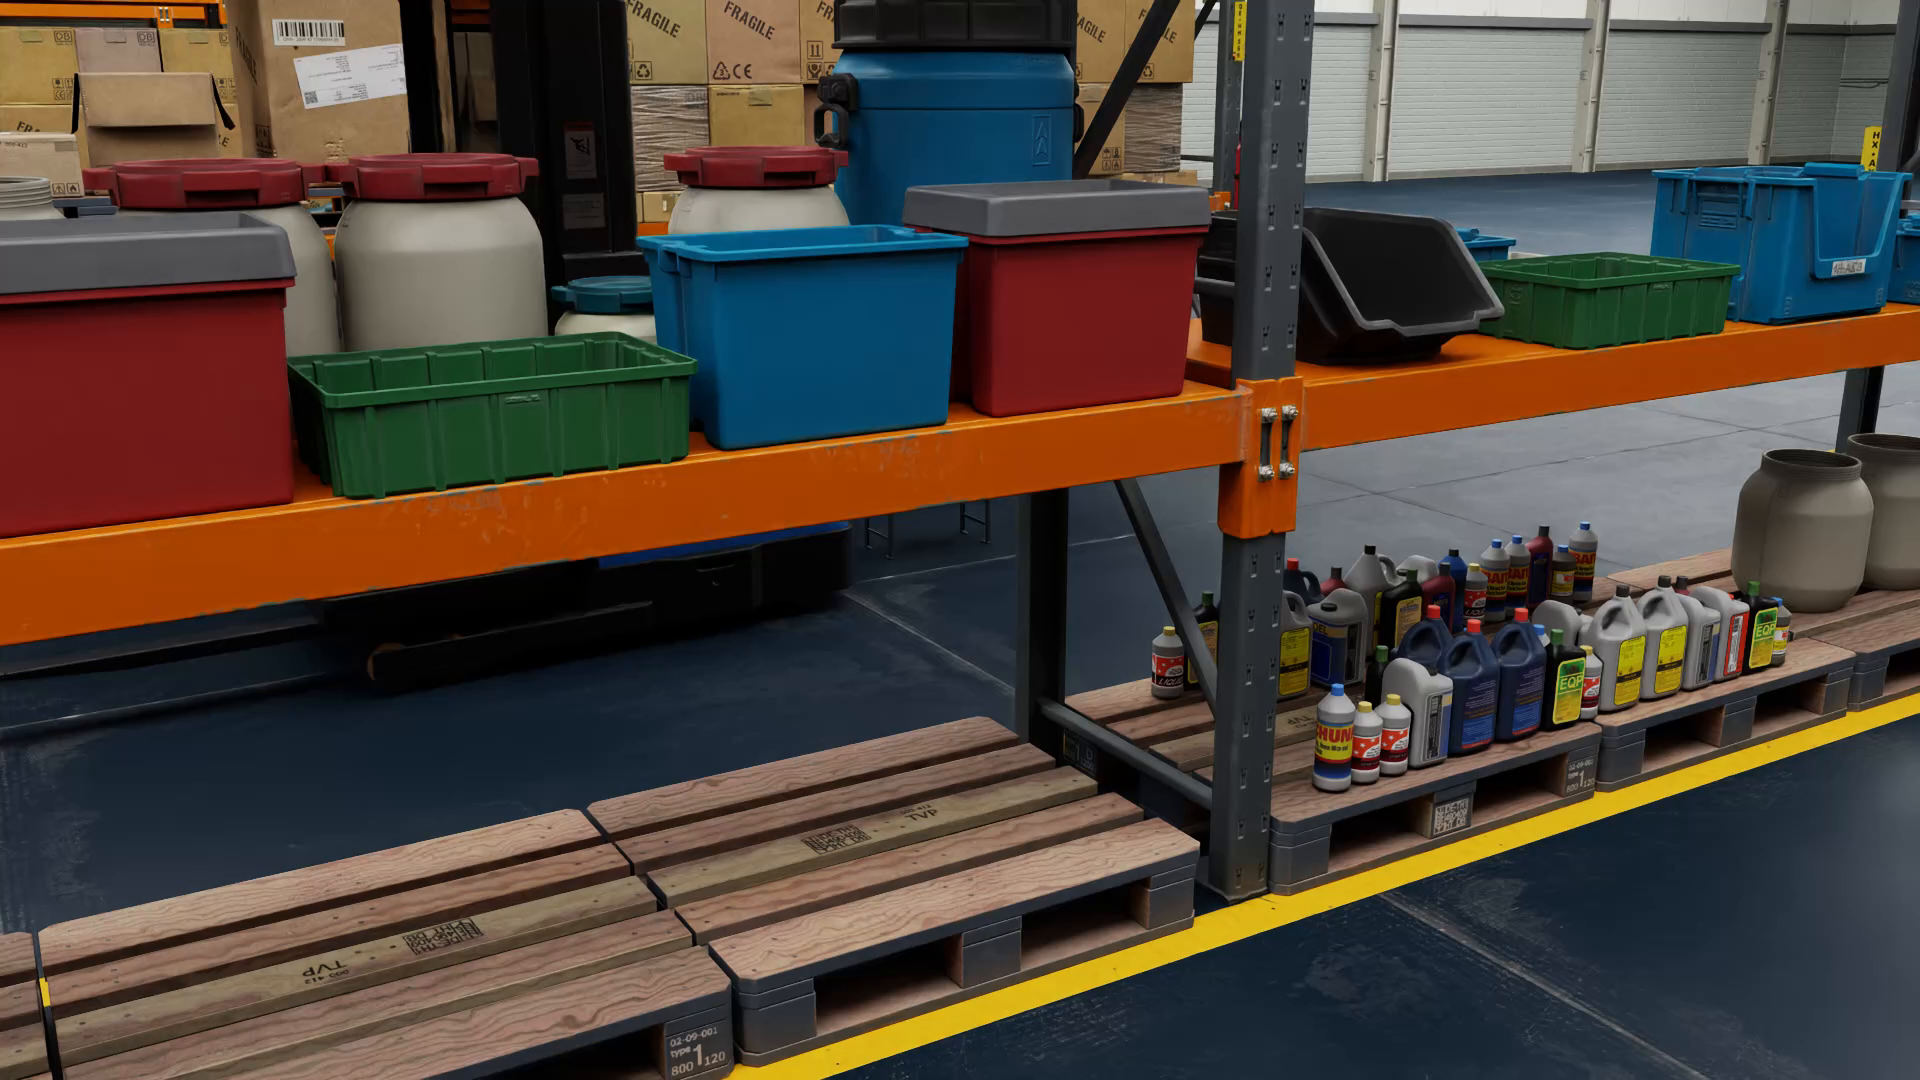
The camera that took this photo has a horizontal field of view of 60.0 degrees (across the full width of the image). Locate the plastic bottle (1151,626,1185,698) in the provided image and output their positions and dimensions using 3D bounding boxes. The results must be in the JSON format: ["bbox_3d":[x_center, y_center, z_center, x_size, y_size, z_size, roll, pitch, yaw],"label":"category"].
[{"bbox_3d":[0.619,0.358,4.946,0.097,0.201,0.097,0,16,0],"label":"plastic bottle"}]

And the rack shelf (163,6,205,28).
[{"bbox_3d":[-8.031,-6.618,21.237,4.000,0.370,1.077,-9,18,-30],"label":"rack shelf"}]

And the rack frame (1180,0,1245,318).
[{"bbox_3d":[1.347,-2.357,10.262,0.127,3.000,1.000,-9,18,-30],"label":"rack frame"}]

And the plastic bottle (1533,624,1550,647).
[{"bbox_3d":[1.643,0.375,4.755,0.097,0.271,0.097,0,16,0],"label":"plastic bottle"}]

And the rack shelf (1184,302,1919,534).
[{"bbox_3d":[2.183,-0.587,5.280,4.000,0.370,1.077,-9,18,-30],"label":"rack shelf"}]

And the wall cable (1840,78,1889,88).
[{"bbox_3d":[21.544,-11.577,37.791,0.112,2.526,3.097,-9,18,-30],"label":"wall cable"}]

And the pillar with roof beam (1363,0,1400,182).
[{"bbox_3d":[10.269,-10.305,27.498,0.400,9.000,9.100,-9,18,-30],"label":"pillar with roof beam"}]

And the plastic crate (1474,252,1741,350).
[{"bbox_3d":[1.778,-0.677,4.659,0.662,0.188,0.450,-9,18,-30],"label":"plastic crate"}]

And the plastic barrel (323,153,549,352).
[{"bbox_3d":[-1.093,-0.537,3.515,0.433,0.535,0.433,0,16,0],"label":"plastic barrel"}]

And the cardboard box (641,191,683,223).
[{"bbox_3d":[-1.522,-1.672,8.284,0.250,0.149,0.380,-9,18,-30],"label":"cardboard box"}]

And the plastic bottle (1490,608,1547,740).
[{"bbox_3d":[1.536,0.366,4.640,0.185,0.351,0.144,-10,19,-32],"label":"plastic bottle"}]

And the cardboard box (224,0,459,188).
[{"bbox_3d":[-2.835,-2.214,7.863,1.000,1.000,1.000,-9,18,-29],"label":"cardboard box"}]

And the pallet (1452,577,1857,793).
[{"bbox_3d":[2.113,0.433,5.475,1.213,0.211,1.003,-9,18,-30],"label":"pallet"}]

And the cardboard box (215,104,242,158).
[{"bbox_3d":[-5.293,-2.807,11.679,0.500,0.500,0.500,-9,18,-30],"label":"cardboard box"}]

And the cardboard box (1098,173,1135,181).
[{"bbox_3d":[0.806,-2.068,9.695,0.250,0.149,0.380,-9,18,-30],"label":"cardboard box"}]

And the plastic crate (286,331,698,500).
[{"bbox_3d":[-0.879,-0.246,3.123,0.662,0.188,0.450,-9,18,-30],"label":"plastic crate"}]

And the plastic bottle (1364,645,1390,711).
[{"bbox_3d":[1.175,0.422,4.565,0.133,0.283,0.061,-9,18,-30],"label":"plastic bottle"}]

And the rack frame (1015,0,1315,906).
[{"bbox_3d":[0.469,-0.655,4.191,0.127,3.000,1.000,-9,18,-30],"label":"rack frame"}]

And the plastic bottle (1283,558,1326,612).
[{"bbox_3d":[1.037,0.225,5.141,0.185,0.351,0.144,-10,19,-32],"label":"plastic bottle"}]

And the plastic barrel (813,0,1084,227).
[{"bbox_3d":[-0.018,-0.913,4.181,0.708,0.901,0.600,-9,18,-30],"label":"plastic barrel"}]

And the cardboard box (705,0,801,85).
[{"bbox_3d":[-1.138,-2.548,8.353,0.500,0.500,0.500,-9,18,-30],"label":"cardboard box"}]

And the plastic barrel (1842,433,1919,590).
[{"bbox_3d":[3.373,-0.107,6.064,0.421,0.512,0.421,0,16,0],"label":"plastic barrel"}]

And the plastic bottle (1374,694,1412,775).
[{"bbox_3d":[1.142,0.509,4.406,0.097,0.201,0.097,0,16,0],"label":"plastic bottle"}]

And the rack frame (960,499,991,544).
[{"bbox_3d":[0.067,-0.589,7.287,0.015,1.200,0.240,-9,18,-30],"label":"rack frame"}]

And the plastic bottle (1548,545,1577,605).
[{"bbox_3d":[2.094,0.118,5.799,0.097,0.201,0.097,0,16,0],"label":"plastic bottle"}]

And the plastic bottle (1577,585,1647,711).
[{"bbox_3d":[1.901,0.307,4.851,0.185,0.351,0.144,-9,18,-30],"label":"plastic bottle"}]

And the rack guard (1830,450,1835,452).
[{"bbox_3d":[3.857,0.014,6.435,0.348,0.500,1.175,-9,18,-30],"label":"rack guard"}]

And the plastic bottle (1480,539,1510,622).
[{"bbox_3d":[1.803,0.132,5.622,0.097,0.271,0.097,0,16,0],"label":"plastic bottle"}]

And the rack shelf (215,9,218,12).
[{"bbox_3d":[-5.471,-5.470,17.142,4.000,0.370,1.077,-9,18,-30],"label":"rack shelf"}]

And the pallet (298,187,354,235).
[{"bbox_3d":[-2.812,-1.636,8.046,1.213,0.211,1.003,-9,18,-30],"label":"pallet"}]

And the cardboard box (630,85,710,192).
[{"bbox_3d":[-1.664,-2.041,8.397,0.500,0.500,0.875,-9,18,-30],"label":"cardboard box"}]

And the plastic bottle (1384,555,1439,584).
[{"bbox_3d":[1.455,0.195,5.389,0.135,0.276,0.152,-9,18,-29],"label":"plastic bottle"}]

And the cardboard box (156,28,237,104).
[{"bbox_3d":[-5.412,-3.350,11.766,0.500,0.500,0.700,-10,18,-31],"label":"cardboard box"}]

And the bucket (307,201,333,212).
[{"bbox_3d":[-5.621,-2.671,14.630,0.620,0.611,0.726,-13,17,-8],"label":"bucket"}]

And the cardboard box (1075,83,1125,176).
[{"bbox_3d":[0.494,-2.381,9.612,0.500,0.500,0.875,-9,18,-30],"label":"cardboard box"}]

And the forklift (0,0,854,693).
[{"bbox_3d":[-1.936,-1.061,5.766,3.031,2.935,1.130,-10,18,-31],"label":"forklift"}]

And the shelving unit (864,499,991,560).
[{"bbox_3d":[-0.142,-0.555,7.166,0.503,1.200,0.258,-9,18,-30],"label":"shelving unit"}]

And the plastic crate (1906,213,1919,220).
[{"bbox_3d":[3.623,-1.001,5.699,0.616,0.251,0.499,-9,18,-30],"label":"plastic crate"}]

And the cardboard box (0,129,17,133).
[{"bbox_3d":[-4.220,-1.677,7.306,0.258,0.266,0.396,-10,18,-31],"label":"cardboard box"}]

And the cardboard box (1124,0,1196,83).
[{"bbox_3d":[1.003,-2.897,9.597,0.500,0.500,0.500,-9,18,-30],"label":"cardboard box"}]

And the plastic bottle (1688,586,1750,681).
[{"bbox_3d":[2.319,0.274,5.108,0.135,0.276,0.152,-9,18,-29],"label":"plastic bottle"}]

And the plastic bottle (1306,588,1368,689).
[{"bbox_3d":[1.135,0.292,5.042,0.135,0.276,0.152,-9,18,-30],"label":"plastic bottle"}]

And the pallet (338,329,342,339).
[{"bbox_3d":[-5.172,-1.496,12.354,1.213,0.211,1.003,-9,18,-30],"label":"pallet"}]
